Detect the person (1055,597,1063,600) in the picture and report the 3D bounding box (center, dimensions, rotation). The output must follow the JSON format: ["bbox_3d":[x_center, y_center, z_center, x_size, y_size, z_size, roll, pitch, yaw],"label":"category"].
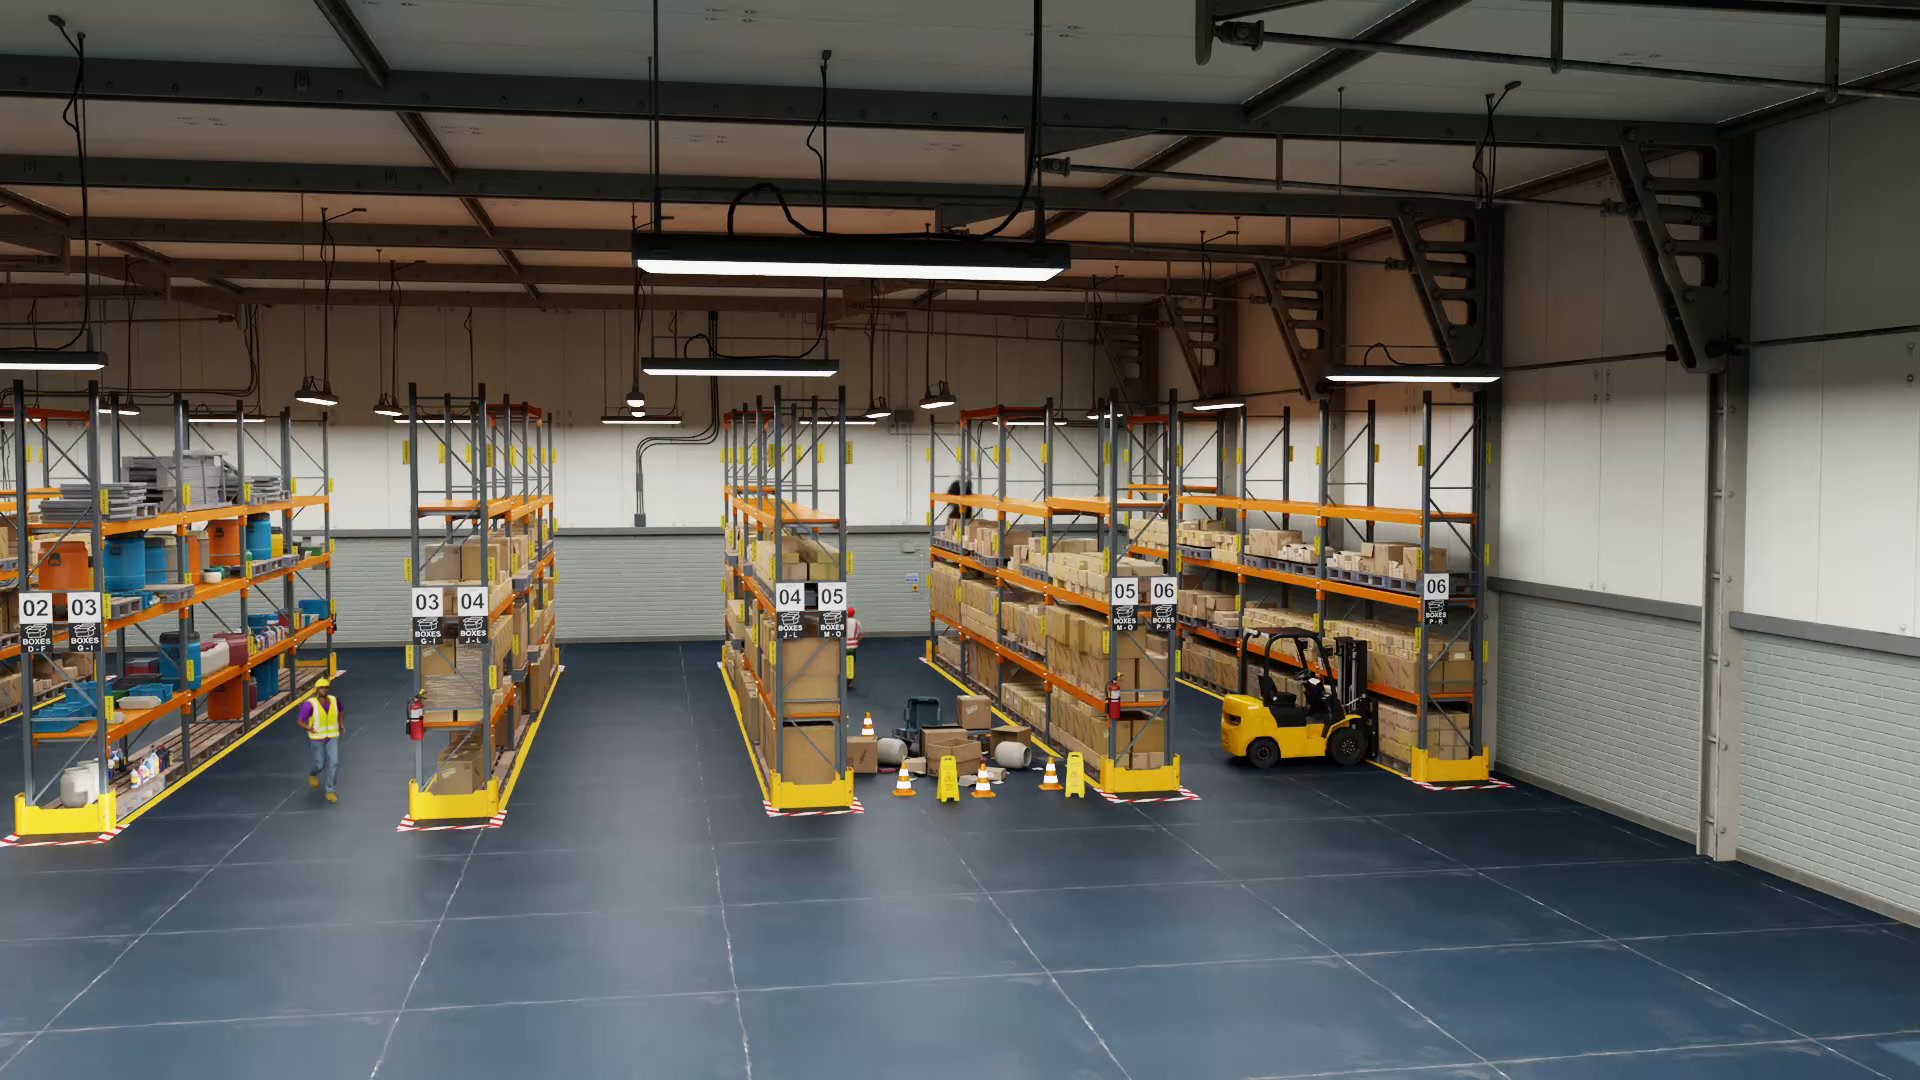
[{"bbox_3d":[2.321,2.159,38.752,0.638,1.784,0.782,-2,3,-33],"label":"person"}]

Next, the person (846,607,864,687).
[{"bbox_3d":[-2.424,2.307,36.030,0.654,1.744,0.532,-1,3,-16],"label":"person"}]

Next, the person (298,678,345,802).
[{"bbox_3d":[-9.301,2.899,24.293,0.699,1.767,0.915,-2,4,-37],"label":"person"}]
